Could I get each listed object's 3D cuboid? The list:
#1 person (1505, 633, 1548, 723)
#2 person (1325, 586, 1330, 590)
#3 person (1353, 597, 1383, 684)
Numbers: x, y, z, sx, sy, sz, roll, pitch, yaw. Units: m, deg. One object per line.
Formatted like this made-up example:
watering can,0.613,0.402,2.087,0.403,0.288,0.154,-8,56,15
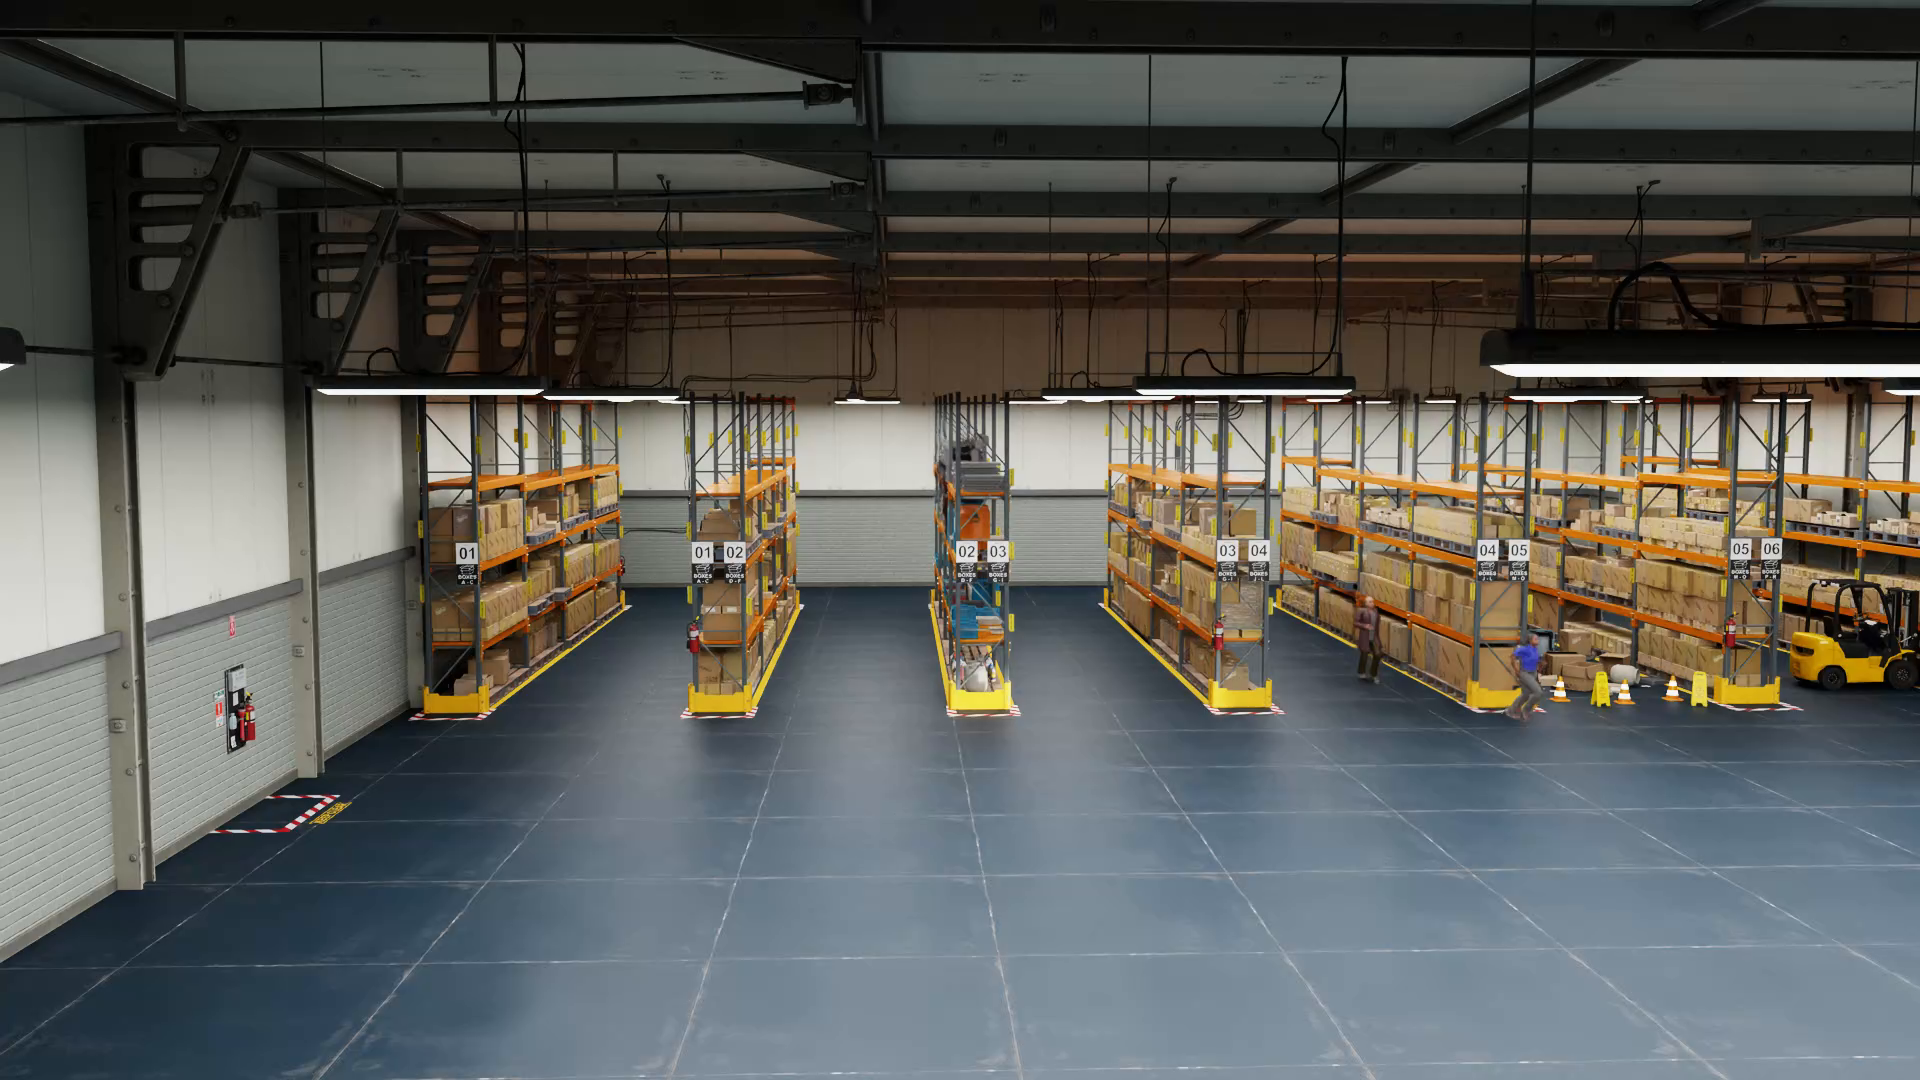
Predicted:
person,10.278,2.492,30.146,0.751,1.630,0.554,4,6,42
person,10.995,0.926,49.171,0.901,1.696,0.614,-1,5,-16
person,8.469,2.079,34.535,0.674,1.822,0.832,-1,5,-9
